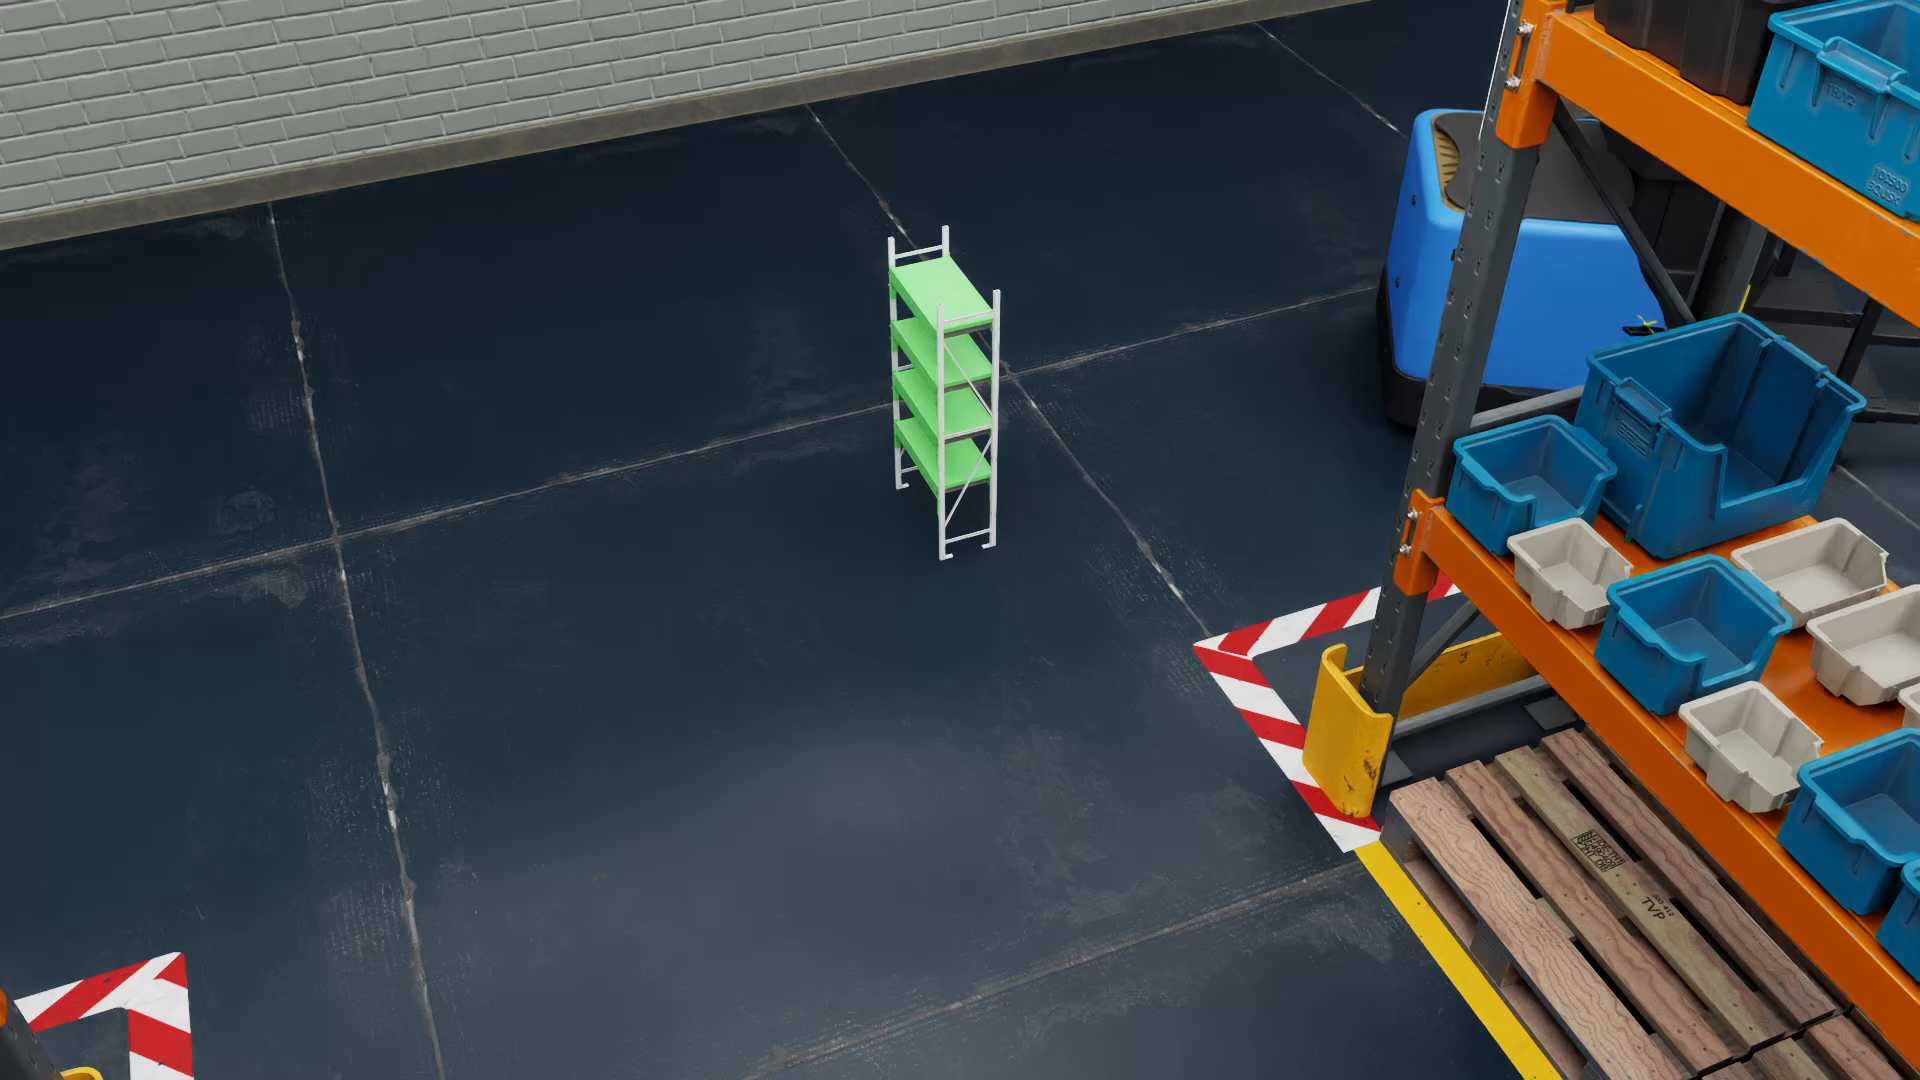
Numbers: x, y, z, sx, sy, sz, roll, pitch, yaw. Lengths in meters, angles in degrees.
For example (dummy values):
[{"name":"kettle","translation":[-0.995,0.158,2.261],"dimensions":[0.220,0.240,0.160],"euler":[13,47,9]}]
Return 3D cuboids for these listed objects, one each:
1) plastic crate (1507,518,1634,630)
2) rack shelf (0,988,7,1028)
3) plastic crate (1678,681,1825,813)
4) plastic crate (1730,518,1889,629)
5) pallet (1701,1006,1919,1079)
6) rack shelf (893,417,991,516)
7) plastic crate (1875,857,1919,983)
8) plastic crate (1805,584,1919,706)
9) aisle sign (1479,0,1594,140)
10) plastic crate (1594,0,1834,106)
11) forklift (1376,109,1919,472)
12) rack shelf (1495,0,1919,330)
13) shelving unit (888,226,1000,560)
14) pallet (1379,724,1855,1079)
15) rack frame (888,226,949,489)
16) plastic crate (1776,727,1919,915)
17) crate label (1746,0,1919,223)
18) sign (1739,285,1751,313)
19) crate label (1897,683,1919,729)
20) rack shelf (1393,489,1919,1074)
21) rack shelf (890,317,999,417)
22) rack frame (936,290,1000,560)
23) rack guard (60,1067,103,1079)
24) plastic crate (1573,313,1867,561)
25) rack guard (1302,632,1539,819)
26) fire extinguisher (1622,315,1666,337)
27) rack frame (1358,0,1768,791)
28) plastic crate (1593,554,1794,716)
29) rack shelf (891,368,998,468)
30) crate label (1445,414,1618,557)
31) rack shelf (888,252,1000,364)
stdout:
[{"name":"plastic crate","translation":[1.646,0.106,4.482],"dimensions":[0.250,0.136,0.298],"euler":[-15,43,-17]},{"name":"rack shelf","translation":[-2.003,2.295,2.332],"dimensions":[1.077,0.370,4.000],"euler":[-15,43,-17]},{"name":"plastic crate","translation":[1.906,0.515,4.007],"dimensions":[0.250,0.136,0.298],"euler":[-15,43,-17]},{"name":"plastic crate","translation":[2.289,0.108,4.480],"dimensions":[0.396,0.136,0.243],"euler":[-15,43,-17]},{"name":"pallet","translation":[2.552,1.882,4.400],"dimensions":[1.003,0.211,1.213],"euler":[-15,43,-17]},{"name":"rack shelf","translation":[-0.063,-0.324,6.673],"dimensions":[0.258,0.148,0.480],"euler":[-15,43,-17]},{"name":"plastic crate","translation":[2.218,0.830,3.567],"dimensions":[0.416,0.233,0.300],"euler":[-15,43,-17]},{"name":"plastic crate","translation":[2.386,0.286,4.273],"dimensions":[0.396,0.136,0.243],"euler":[-15,43,-17]},{"name":"aisle sign","translation":[1.508,-1.371,4.049],"dimensions":[0.394,0.787,0.004],"euler":[-15,43,-17]},{"name":"plastic crate","translation":[1.699,-1.202,3.647],"dimensions":[0.497,0.269,0.590],"euler":[-15,43,-17]},{"name":"forklift","translation":[3.422,-1.757,6.545],"dimensions":[3.031,2.935,1.130],"euler":[5,41,6]},{"name":"rack shelf","translation":[2.575,-0.075,2.788],"dimensions":[1.077,0.370,4.000],"euler":[-15,43,-17]},{"name":"shelving unit","translation":[-0.063,-0.555,6.475],"dimensions":[0.258,1.200,0.503],"euler":[-15,43,-17]},{"name":"pallet","translation":[2.089,1.148,5.253],"dimensions":[1.003,0.211,1.213],"euler":[-15,43,-17]},{"name":"rack frame","translation":[-0.157,-0.702,6.646],"dimensions":[0.240,1.200,0.015],"euler":[-15,43,-17]},{"name":"plastic crate","translation":[2.104,0.649,3.777],"dimensions":[0.416,0.233,0.300],"euler":[-15,43,-17]},{"name":"crate label","translation":[1.864,-0.860,3.263],"dimensions":[0.408,0.251,0.502],"euler":[-15,43,-17]},{"name":"sign","translation":[2.312,-0.625,5.051],"dimensions":[0.100,0.325,0.005],"euler":[-15,43,-17]},{"name":"crate label","translation":[2.516,0.447,4.085],"dimensions":[0.396,0.136,0.243],"euler":[-15,43,-17]},{"name":"rack shelf","translation":[2.575,1.062,3.766],"dimensions":[1.077,0.370,4.000],"euler":[-15,43,-17]},{"name":"rack shelf","translation":[-0.063,-0.688,6.360],"dimensions":[0.258,0.148,0.480],"euler":[-15,43,-17]},{"name":"rack frame","translation":[0.030,-0.408,6.304],"dimensions":[0.240,1.200,0.015],"euler":[-15,43,-17]},{"name":"rack guard","translation":[-2.739,1.811,4.260],"dimensions":[1.175,0.500,0.348],"euler":[-15,43,-17]},{"name":"plastic crate","translation":[2.110,-0.297,4.721],"dimensions":[0.616,0.435,0.499],"euler":[-15,43,-17]},{"name":"rack guard","translation":[1.788,0.521,5.761],"dimensions":[1.175,0.500,0.348],"euler":[-15,43,-17]},{"name":"fire extinguisher","translation":[2.172,-0.449,5.317],"dimensions":[0.296,0.674,0.183],"euler":[-15,43,-17]},{"name":"rack frame","translation":[1.810,-0.416,4.933],"dimensions":[1.000,3.000,0.127],"euler":[-15,43,-17]},{"name":"plastic crate","translation":[1.852,0.252,4.238],"dimensions":[0.416,0.233,0.300],"euler":[-15,43,-17]},{"name":"rack shelf","translation":[-0.063,-0.506,6.516],"dimensions":[0.258,0.148,0.480],"euler":[-15,43,-17]},{"name":"crate label","translation":[1.600,-0.144,4.699],"dimensions":[0.416,0.233,0.303],"euler":[-15,43,-17]},{"name":"rack shelf","translation":[-0.063,-0.870,6.203],"dimensions":[0.258,0.148,0.480],"euler":[-15,43,-17]}]
